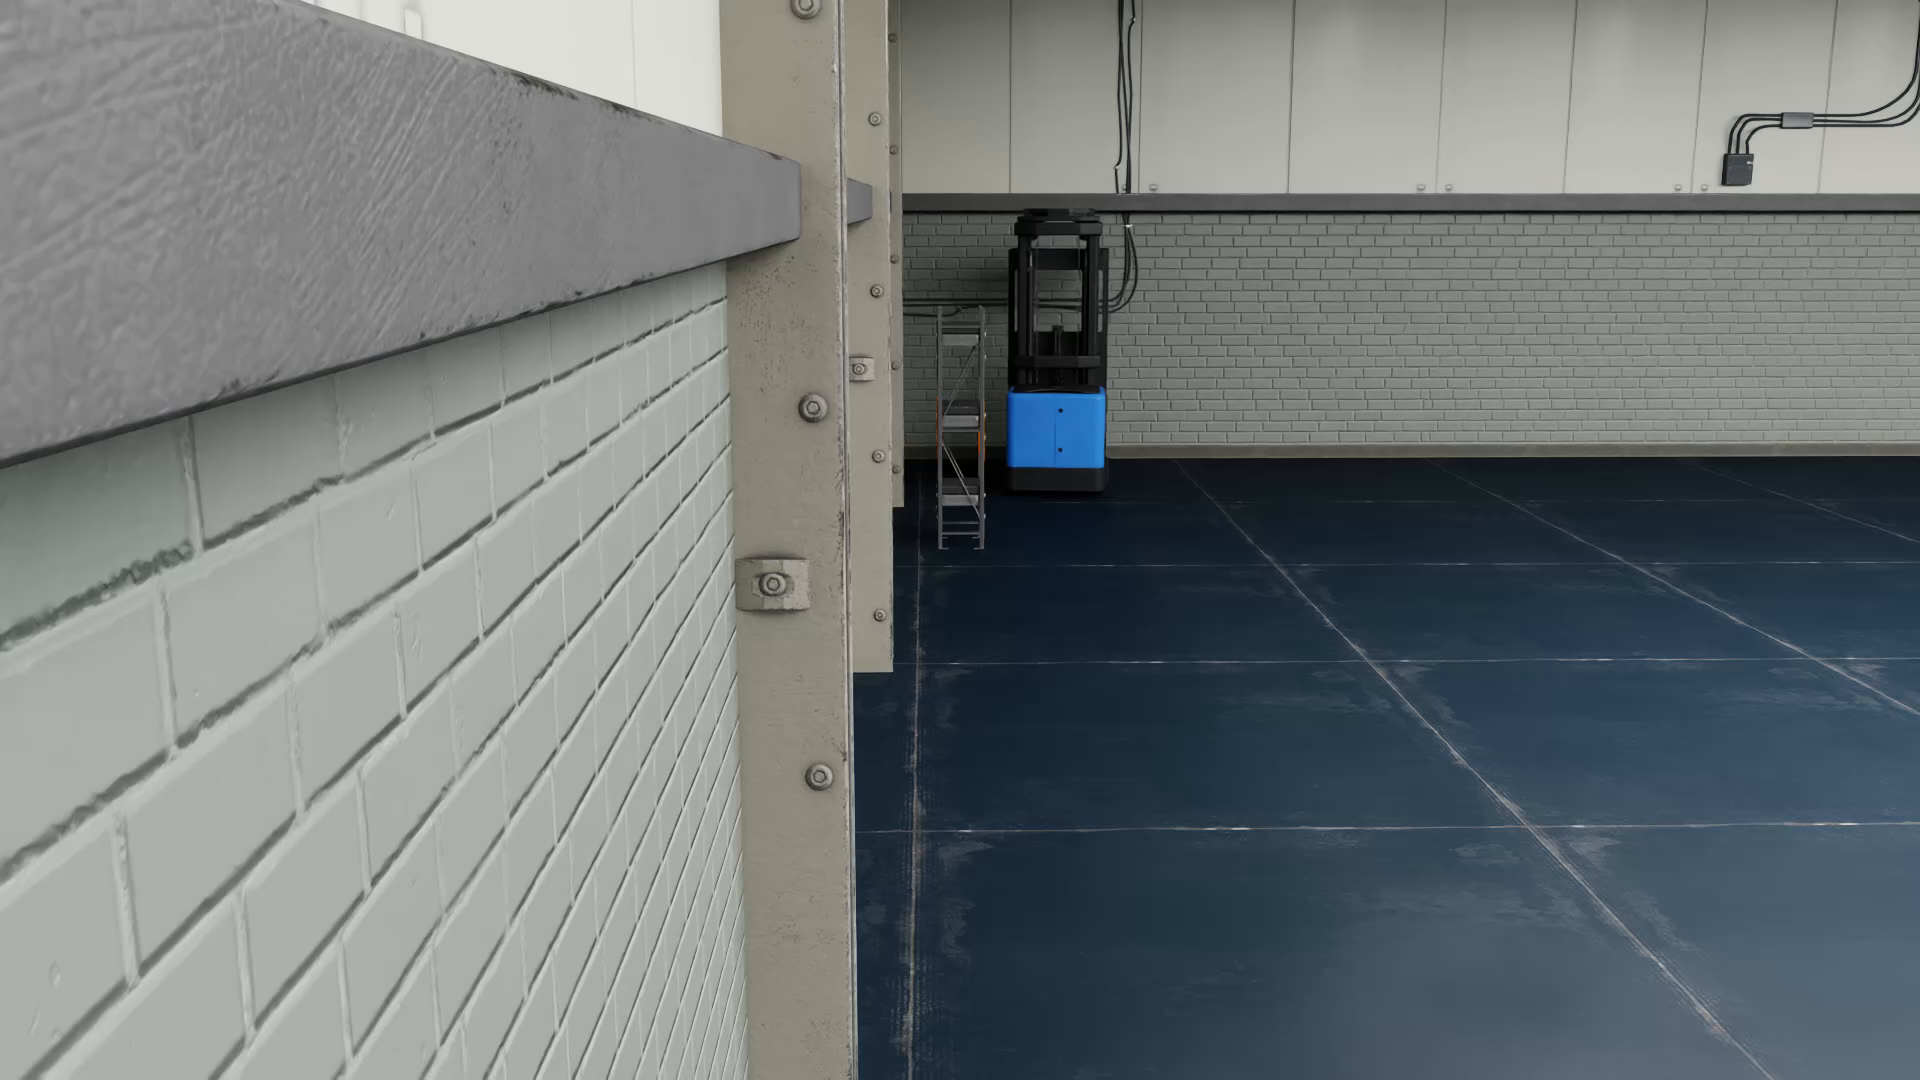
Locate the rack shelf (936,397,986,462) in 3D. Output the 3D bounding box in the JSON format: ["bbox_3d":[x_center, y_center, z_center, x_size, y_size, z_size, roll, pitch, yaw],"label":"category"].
[{"bbox_3d":[0.003,-0.983,14.691,0.431,0.518,0.480,0,11,-1],"label":"rack shelf"}]

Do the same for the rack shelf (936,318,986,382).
[{"bbox_3d":[0.003,-1.669,14.552,0.431,0.518,0.480,0,11,-1],"label":"rack shelf"}]

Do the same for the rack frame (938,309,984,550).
[{"bbox_3d":[0.009,-0.948,14.449,0.400,2.100,0.015,0,11,-1],"label":"rack frame"}]

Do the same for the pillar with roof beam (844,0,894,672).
[{"bbox_3d":[3.706,-3.607,10.206,9.100,9.000,0.400,0,11,-1],"label":"pillar with roof beam"}]

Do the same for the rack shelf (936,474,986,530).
[{"bbox_3d":[0.003,-0.297,14.830,0.431,0.518,0.480,0,11,-1],"label":"rack shelf"}]

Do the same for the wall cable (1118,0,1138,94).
[{"bbox_3d":[3.244,-6.338,18.772,3.097,2.526,0.112,0,11,-1],"label":"wall cable"}]

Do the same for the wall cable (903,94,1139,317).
[{"bbox_3d":[0.539,-3.851,19.219,3.097,2.526,0.112,0,11,-1],"label":"wall cable"}]

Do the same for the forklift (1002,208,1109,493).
[{"bbox_3d":[1.084,-2.175,18.410,1.130,2.935,3.031,1,11,4],"label":"forklift"}]

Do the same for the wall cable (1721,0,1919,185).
[{"bbox_3d":[10.031,-7.076,18.749,2.305,6.003,0.169,0,11,-1],"label":"wall cable"}]

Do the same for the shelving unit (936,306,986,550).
[{"bbox_3d":[0.003,-0.996,14.688,0.431,2.100,0.503,0,11,-1],"label":"shelving unit"}]

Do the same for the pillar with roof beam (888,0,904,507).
[{"bbox_3d":[3.582,-4.800,16.085,9.100,9.000,0.400,0,11,-1],"label":"pillar with roof beam"}]

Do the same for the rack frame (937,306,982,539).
[{"bbox_3d":[-0.002,-1.045,14.927,0.400,2.100,0.015,0,11,-1],"label":"rack frame"}]
